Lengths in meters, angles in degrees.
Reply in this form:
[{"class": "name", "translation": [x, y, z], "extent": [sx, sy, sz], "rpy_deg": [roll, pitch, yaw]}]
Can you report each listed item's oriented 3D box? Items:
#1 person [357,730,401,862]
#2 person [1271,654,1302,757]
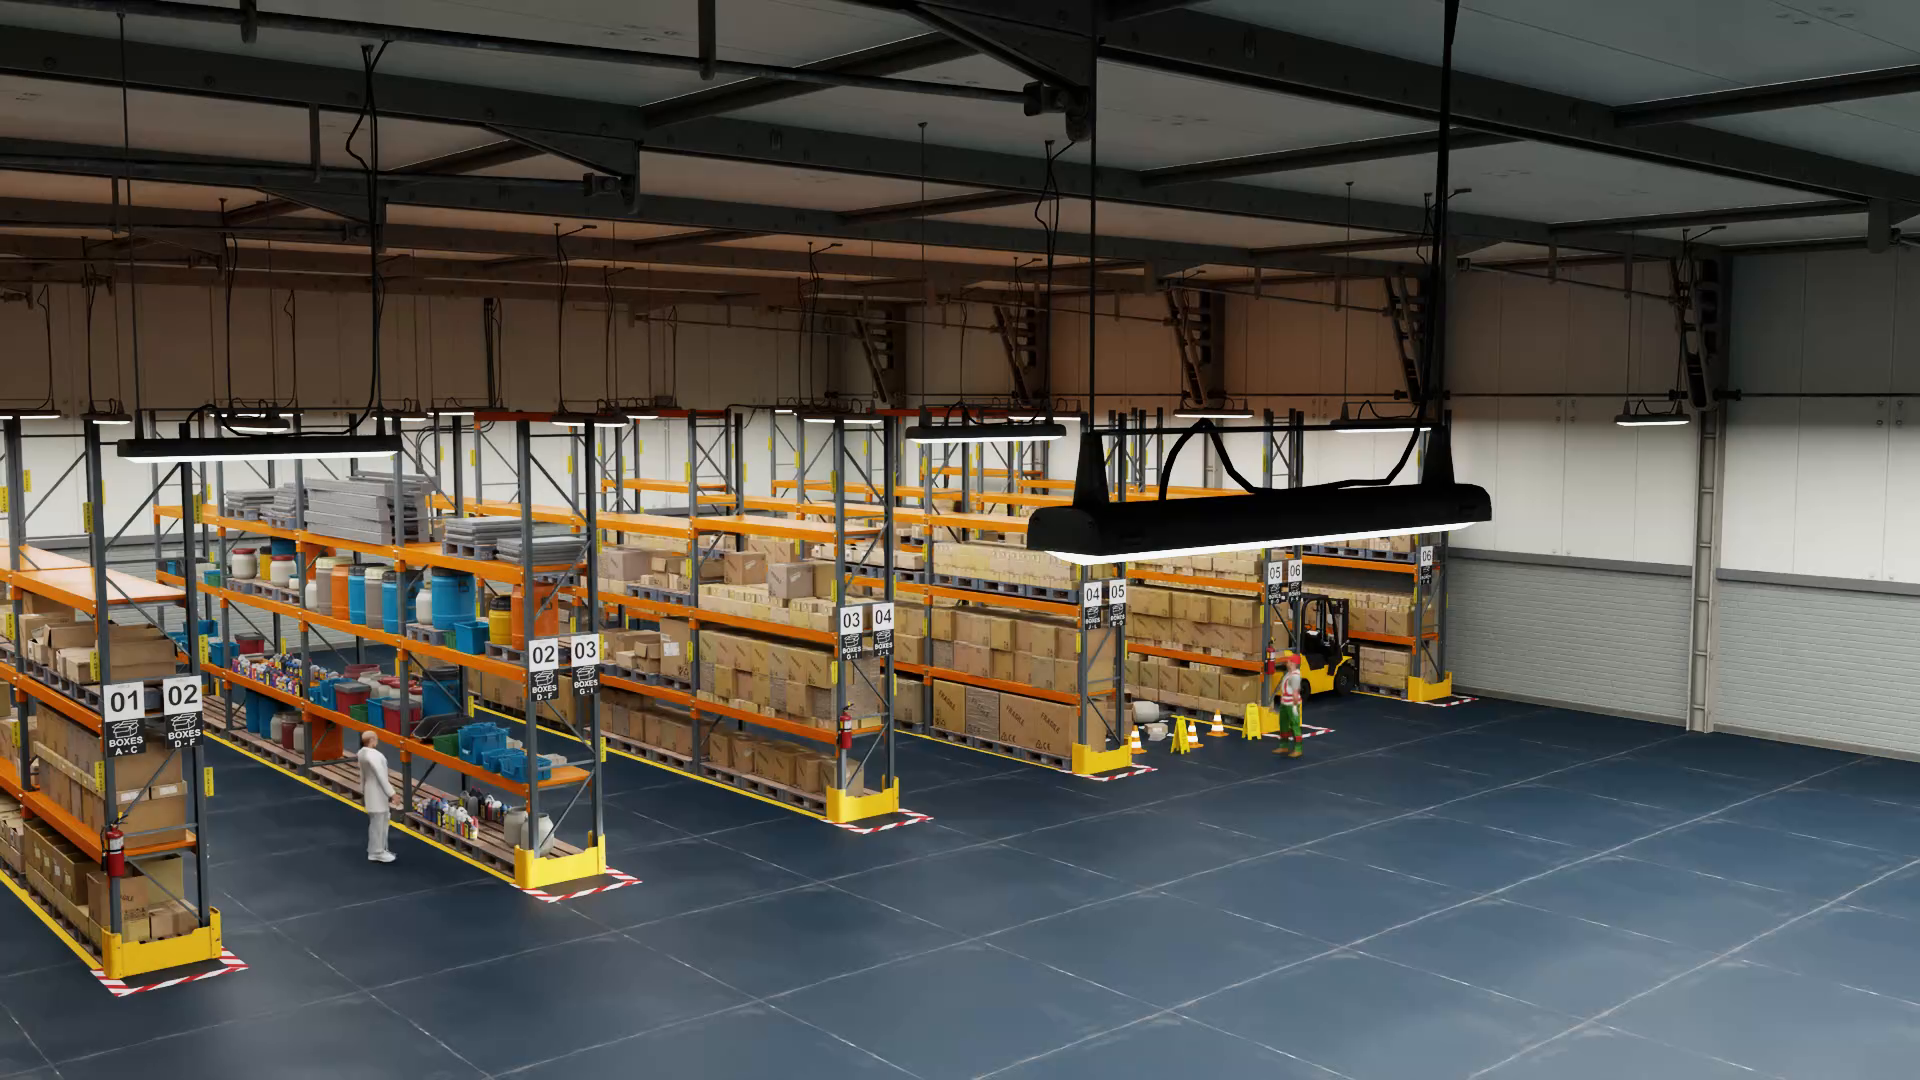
[{"class": "person", "translation": [-7.872, 3.480, 22.560], "extent": [0.576, 1.832, 0.600], "rpy_deg": [-1, 5, -13]}, {"class": "person", "translation": [5.736, 2.874, 29.086], "extent": [0.420, 1.804, 0.730], "rpy_deg": [-1, 5, -13]}]
